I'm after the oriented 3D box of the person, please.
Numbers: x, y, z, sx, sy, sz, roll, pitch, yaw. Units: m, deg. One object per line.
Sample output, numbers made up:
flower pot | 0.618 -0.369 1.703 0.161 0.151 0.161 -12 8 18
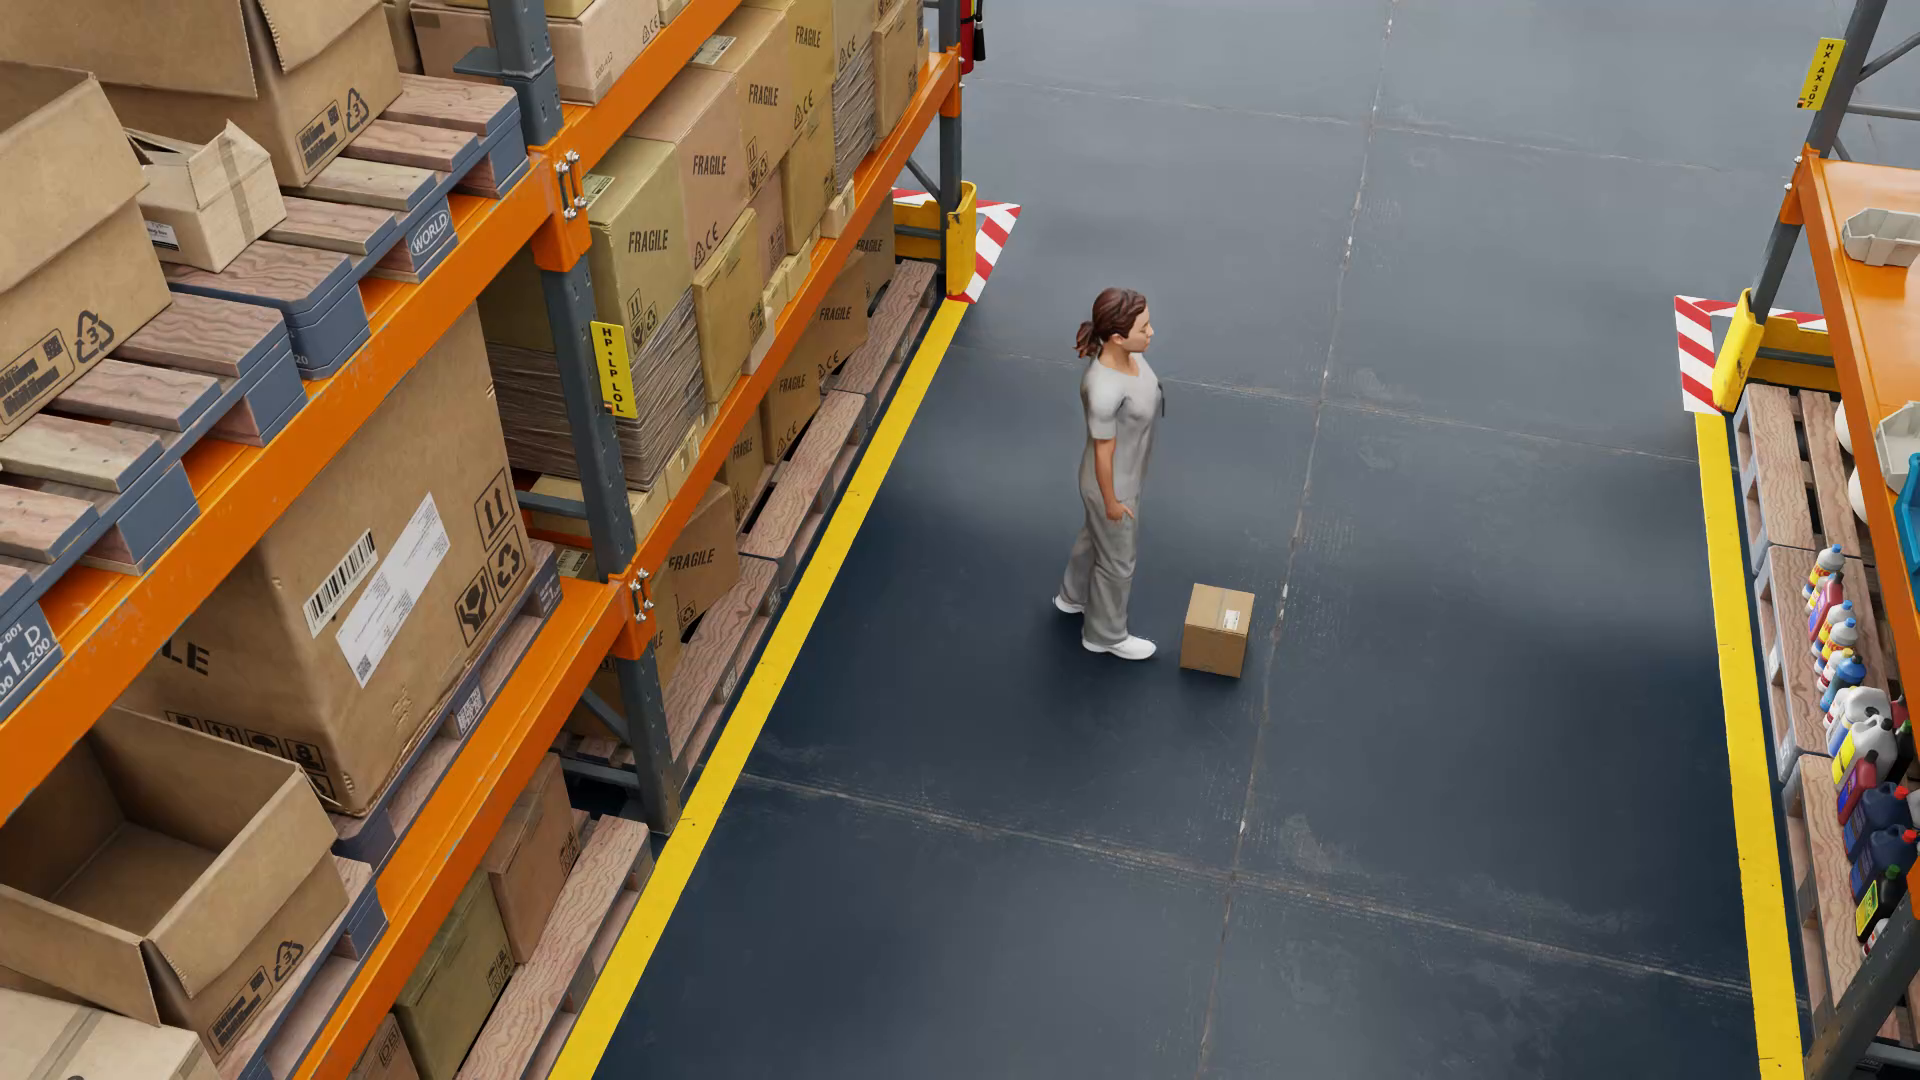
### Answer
person | 0.607 -0.232 6.451 0.467 1.704 0.441 11 42 12
